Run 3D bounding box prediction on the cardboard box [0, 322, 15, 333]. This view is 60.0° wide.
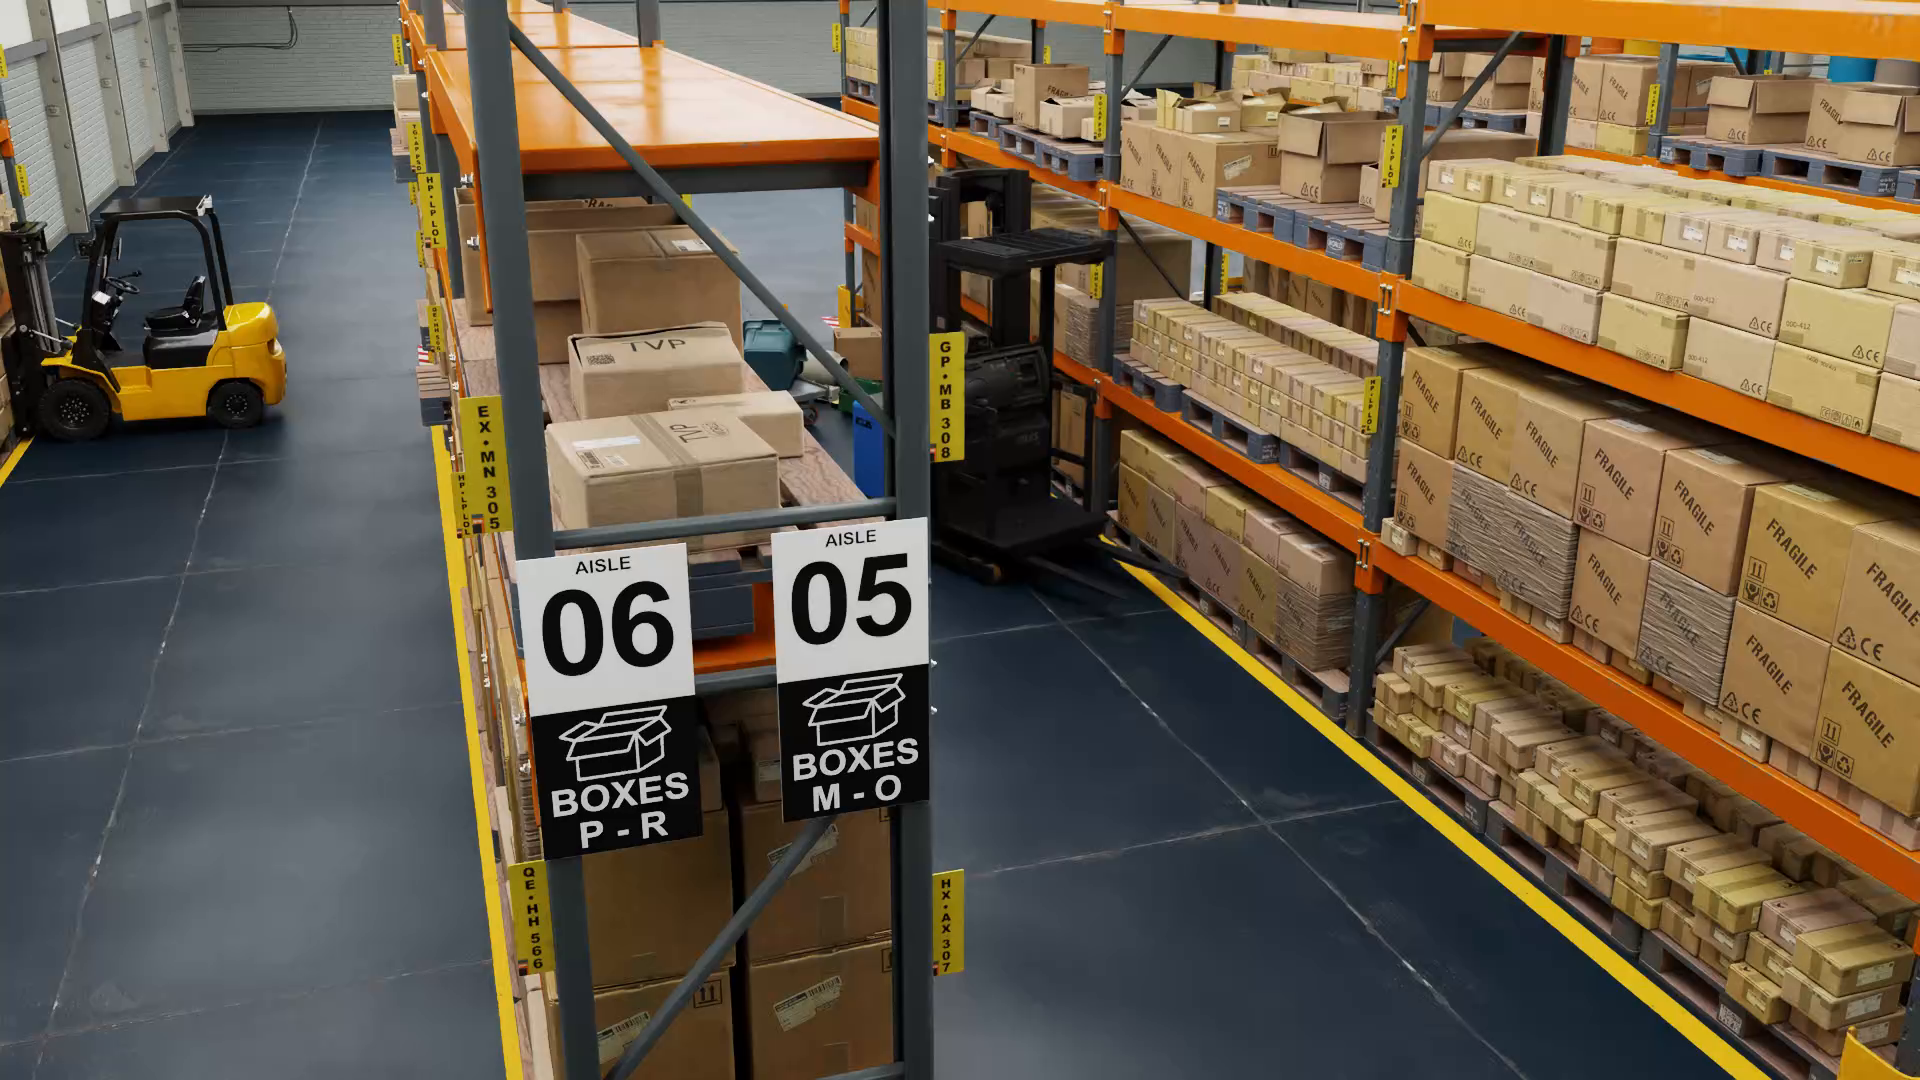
[{"bbox_3d":[-9.531,-1.975,16.444,0.500,0.250,0.500,-6,21,-17],"label":"cardboard box"}]

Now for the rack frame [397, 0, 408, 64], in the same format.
[{"bbox_3d":[-5.595,-6.391,17.898,1.000,3.000,0.127,-6,21,-17],"label":"rack frame"}]

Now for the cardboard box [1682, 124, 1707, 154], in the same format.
[{"bbox_3d":[6.421,-3.573,14.710,0.500,0.250,0.500,-6,21,-16],"label":"cardboard box"}]

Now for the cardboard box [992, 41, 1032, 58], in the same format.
[{"bbox_3d":[0.538,-4.909,16.632,0.380,0.149,0.250,-6,21,-17],"label":"cardboard box"}]

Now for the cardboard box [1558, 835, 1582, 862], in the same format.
[{"bbox_3d":[3.255,1.508,8.377,0.380,0.149,0.250,-6,21,-16],"label":"cardboard box"}]

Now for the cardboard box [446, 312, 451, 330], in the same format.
[{"bbox_3d":[-2.993,-1.176,10.626,0.500,0.500,0.500,-6,21,-17],"label":"cardboard box"}]

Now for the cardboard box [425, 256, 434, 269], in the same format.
[{"bbox_3d":[-3.991,-2.004,13.348,0.500,0.500,0.500,-7,21,-19],"label":"cardboard box"}]

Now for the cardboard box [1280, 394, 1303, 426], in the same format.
[{"bbox_3d":[2.282,-0.853,10.665,0.380,0.149,0.250,-7,21,-19],"label":"cardboard box"}]

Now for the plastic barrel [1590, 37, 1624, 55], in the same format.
[{"bbox_3d":[8.788,-6.816,22.262,0.600,0.830,0.708,-6,21,-17],"label":"plastic barrel"}]

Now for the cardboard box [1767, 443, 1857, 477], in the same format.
[{"bbox_3d":[3.905,-0.152,7.336,0.500,0.500,0.500,-7,21,-18],"label":"cardboard box"}]

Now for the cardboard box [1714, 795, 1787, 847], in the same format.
[{"bbox_3d":[3.866,1.337,7.972,0.380,0.149,0.250,-6,20,-15],"label":"cardboard box"}]

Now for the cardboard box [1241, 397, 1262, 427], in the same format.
[{"bbox_3d":[2.119,-0.879,11.176,0.380,0.149,0.250,-5,20,-15],"label":"cardboard box"}]

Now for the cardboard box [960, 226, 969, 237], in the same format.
[{"bbox_3d":[0.202,-3.030,17.194,0.875,0.550,0.550,-6,21,-17],"label":"cardboard box"}]

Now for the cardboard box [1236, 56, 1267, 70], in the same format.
[{"bbox_3d":[3.669,-5.943,20.720,0.380,0.149,0.250,-6,21,-16],"label":"cardboard box"}]

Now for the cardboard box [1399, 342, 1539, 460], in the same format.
[{"bbox_3d":[2.755,-0.762,9.034,0.500,0.500,0.500,-6,21,-16],"label":"cardboard box"}]

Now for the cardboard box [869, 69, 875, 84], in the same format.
[{"bbox_3d":[-0.806,-5.196,18.611,0.380,0.149,0.250,-6,21,-17],"label":"cardboard box"}]

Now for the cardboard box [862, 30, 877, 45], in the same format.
[{"bbox_3d":[-0.887,-5.655,18.709,0.380,0.149,0.250,-6,21,-17],"label":"cardboard box"}]

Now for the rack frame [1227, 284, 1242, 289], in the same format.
[{"bbox_3d":[3.813,-4.621,21.844,1.000,3.000,0.127,-6,21,-17],"label":"rack frame"}]

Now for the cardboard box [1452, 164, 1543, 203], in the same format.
[{"bbox_3d":[2.760,-1.829,8.527,0.380,0.149,0.250,-7,21,-20],"label":"cardboard box"}]

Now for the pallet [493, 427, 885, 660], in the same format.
[{"bbox_3d":[-0.809,-0.040,4.785,1.003,0.211,1.213,-6,21,-17],"label":"pallet"}]

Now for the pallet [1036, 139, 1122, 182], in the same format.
[{"bbox_3d":[1.334,-3.083,13.404,1.213,0.211,1.003,-5,20,-15],"label":"pallet"}]

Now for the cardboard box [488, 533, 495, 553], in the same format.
[{"bbox_3d":[-1.678,-0.078,6.611,0.380,0.149,0.250,-7,21,-19],"label":"cardboard box"}]

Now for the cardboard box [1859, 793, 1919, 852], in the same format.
[{"bbox_3d":[3.731,1.052,6.422,0.380,0.149,0.250,-6,21,-17],"label":"cardboard box"}]

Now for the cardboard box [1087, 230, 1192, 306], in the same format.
[{"bbox_3d":[1.455,-2.222,13.538,0.700,0.500,0.500,-7,21,-17],"label":"cardboard box"}]

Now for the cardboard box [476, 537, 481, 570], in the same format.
[{"bbox_3d":[-2.193,0.003,8.454,0.500,0.250,0.500,-6,21,-17],"label":"cardboard box"}]

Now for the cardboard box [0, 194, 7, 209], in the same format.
[{"bbox_3d":[-9.993,-3.439,17.006,0.380,0.149,0.250,-6,21,-17],"label":"cardboard box"}]

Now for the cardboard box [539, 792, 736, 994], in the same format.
[{"bbox_3d":[-0.944,0.920,4.792,0.500,0.500,0.500,-6,21,-15],"label":"cardboard box"}]

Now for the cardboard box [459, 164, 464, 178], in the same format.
[{"bbox_3d":[-3.369,-2.765,12.091,0.700,0.500,0.500,-6,21,-17],"label":"cardboard box"}]

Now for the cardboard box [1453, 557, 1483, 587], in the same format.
[{"bbox_3d":[2.908,0.124,9.007,0.380,0.149,0.250,-7,21,-20],"label":"cardboard box"}]

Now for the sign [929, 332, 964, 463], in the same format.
[{"bbox_3d":[-0.037,-0.351,4.108,0.100,0.325,0.005,-6,21,-17],"label":"sign"}]

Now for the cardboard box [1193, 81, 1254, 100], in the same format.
[{"bbox_3d":[1.961,-3.276,12.382,0.396,0.266,0.258,-6,21,-17],"label":"cardboard box"}]

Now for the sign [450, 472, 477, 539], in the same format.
[{"bbox_3d":[-2.335,-0.164,7.840,0.100,0.325,0.005,-6,21,-17],"label":"sign"}]

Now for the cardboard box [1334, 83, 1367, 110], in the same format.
[{"bbox_3d":[4.525,-4.966,18.588,0.500,0.250,0.500,-6,21,-16],"label":"cardboard box"}]

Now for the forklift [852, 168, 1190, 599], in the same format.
[{"bbox_3d":[0.441,-1.228,12.499,1.130,2.935,3.031,-16,25,-37],"label":"forklift"}]

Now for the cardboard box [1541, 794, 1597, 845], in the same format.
[{"bbox_3d":[3.149,1.372,8.315,0.380,0.149,0.250,-6,21,-17],"label":"cardboard box"}]

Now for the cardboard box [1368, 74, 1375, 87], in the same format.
[{"bbox_3d":[4.696,-5.035,18.192,0.380,0.149,0.250,-6,21,-17],"label":"cardboard box"}]

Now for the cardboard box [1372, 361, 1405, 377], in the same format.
[{"bbox_3d":[2.909,-1.062,10.806,0.380,0.149,0.250,-7,21,-18],"label":"cardboard box"}]

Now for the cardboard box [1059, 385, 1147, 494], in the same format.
[{"bbox_3d":[1.481,-0.903,14.199,1.050,0.750,0.750,-7,21,-18],"label":"cardboard box"}]

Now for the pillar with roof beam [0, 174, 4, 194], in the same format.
[{"bbox_3d":[-8.742,-7.926,22.172,9.100,9.000,0.400,-6,21,-17],"label":"pillar with roof beam"}]

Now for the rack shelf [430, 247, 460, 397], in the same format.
[{"bbox_3d":[-2.452,-1.432,9.593,1.077,0.370,4.000,-6,21,-17],"label":"rack shelf"}]

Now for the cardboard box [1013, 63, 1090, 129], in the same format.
[{"bbox_3d":[0.775,-3.791,14.178,0.500,0.500,0.500,-6,21,-17],"label":"cardboard box"}]

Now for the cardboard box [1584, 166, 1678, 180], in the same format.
[{"bbox_3d":[3.412,-1.810,8.475,0.380,0.149,0.250,-6,21,-17],"label":"cardboard box"}]

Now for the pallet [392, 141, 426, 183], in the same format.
[{"bbox_3d":[-3.916,-3.066,13.355,1.213,0.211,1.003,-6,21,-17],"label":"pallet"}]

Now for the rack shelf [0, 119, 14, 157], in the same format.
[{"bbox_3d":[-9.677,-3.471,15.269,1.077,0.370,4.000,-6,21,-17],"label":"rack shelf"}]

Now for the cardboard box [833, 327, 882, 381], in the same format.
[{"bbox_3d":[-1.132,-2.057,18.399,0.500,0.500,0.500,-3,20,-8],"label":"cardboard box"}]

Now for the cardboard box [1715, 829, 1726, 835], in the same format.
[{"bbox_3d":[3.836,1.485,8.001,0.380,0.149,0.250,-7,21,-20],"label":"cardboard box"}]

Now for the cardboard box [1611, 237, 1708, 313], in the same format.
[{"bbox_3d":[3.247,-1.181,7.311,0.500,0.250,0.500,-7,21,-20],"label":"cardboard box"}]

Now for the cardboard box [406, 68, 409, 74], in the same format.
[{"bbox_3d":[-5.381,-4.685,16.776,0.380,0.149,0.250,-6,21,-16],"label":"cardboard box"}]

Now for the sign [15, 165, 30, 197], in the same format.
[{"bbox_3d":[-9.786,-3.749,17.353,0.100,0.325,0.005,-6,21,-17],"label":"sign"}]

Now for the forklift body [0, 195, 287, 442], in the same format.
[{"bbox_3d":[-7.978,-2.225,16.430,2.313,2.155,1.214,-6,21,-17],"label":"forklift body"}]

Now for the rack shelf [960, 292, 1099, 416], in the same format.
[{"bbox_3d":[0.958,-1.862,15.228,1.077,0.370,4.000,-6,21,-17],"label":"rack shelf"}]

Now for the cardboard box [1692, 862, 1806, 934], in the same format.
[{"bbox_3d":[3.468,1.573,7.316,0.380,0.149,0.250,-7,21,-18],"label":"cardboard box"}]

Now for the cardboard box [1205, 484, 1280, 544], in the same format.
[{"bbox_3d":[2.042,-0.196,11.492,0.500,0.250,0.500,-7,21,-20],"label":"cardboard box"}]

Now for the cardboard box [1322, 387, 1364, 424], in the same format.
[{"bbox_3d":[2.447,-0.829,10.157,0.380,0.149,0.250,-7,21,-19],"label":"cardboard box"}]

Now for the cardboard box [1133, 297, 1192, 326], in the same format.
[{"bbox_3d":[1.550,-1.748,12.716,0.380,0.149,0.250,-6,21,-17],"label":"cardboard box"}]
